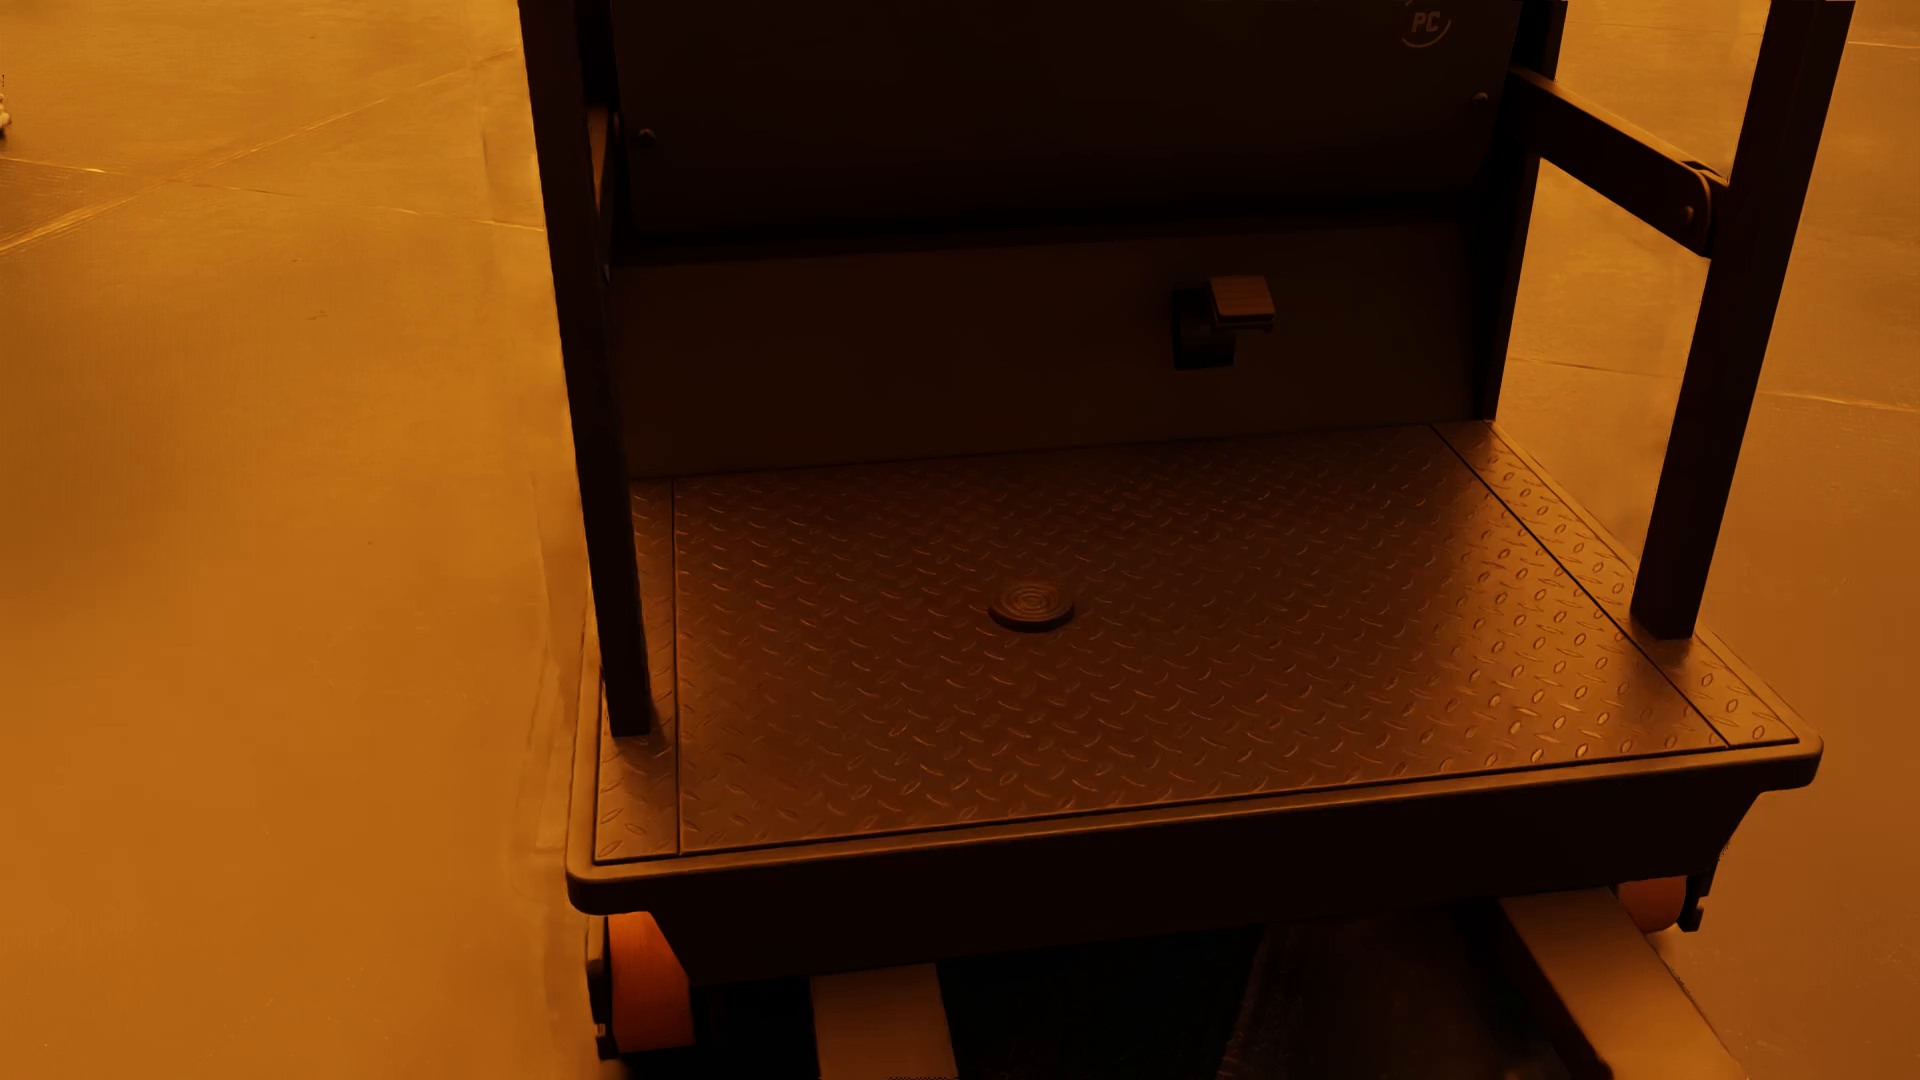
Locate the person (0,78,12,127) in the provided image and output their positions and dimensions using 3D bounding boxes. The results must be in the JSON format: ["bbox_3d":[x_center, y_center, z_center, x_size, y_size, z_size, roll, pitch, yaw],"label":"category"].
[{"bbox_3d":[-2.798,-1.871,4.105,0.950,1.708,0.554,21,36,32],"label":"person"}]

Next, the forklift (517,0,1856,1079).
[{"bbox_3d":[0.152,-0.969,1.237,1.130,2.935,3.031,-4,30,-8],"label":"forklift"}]
